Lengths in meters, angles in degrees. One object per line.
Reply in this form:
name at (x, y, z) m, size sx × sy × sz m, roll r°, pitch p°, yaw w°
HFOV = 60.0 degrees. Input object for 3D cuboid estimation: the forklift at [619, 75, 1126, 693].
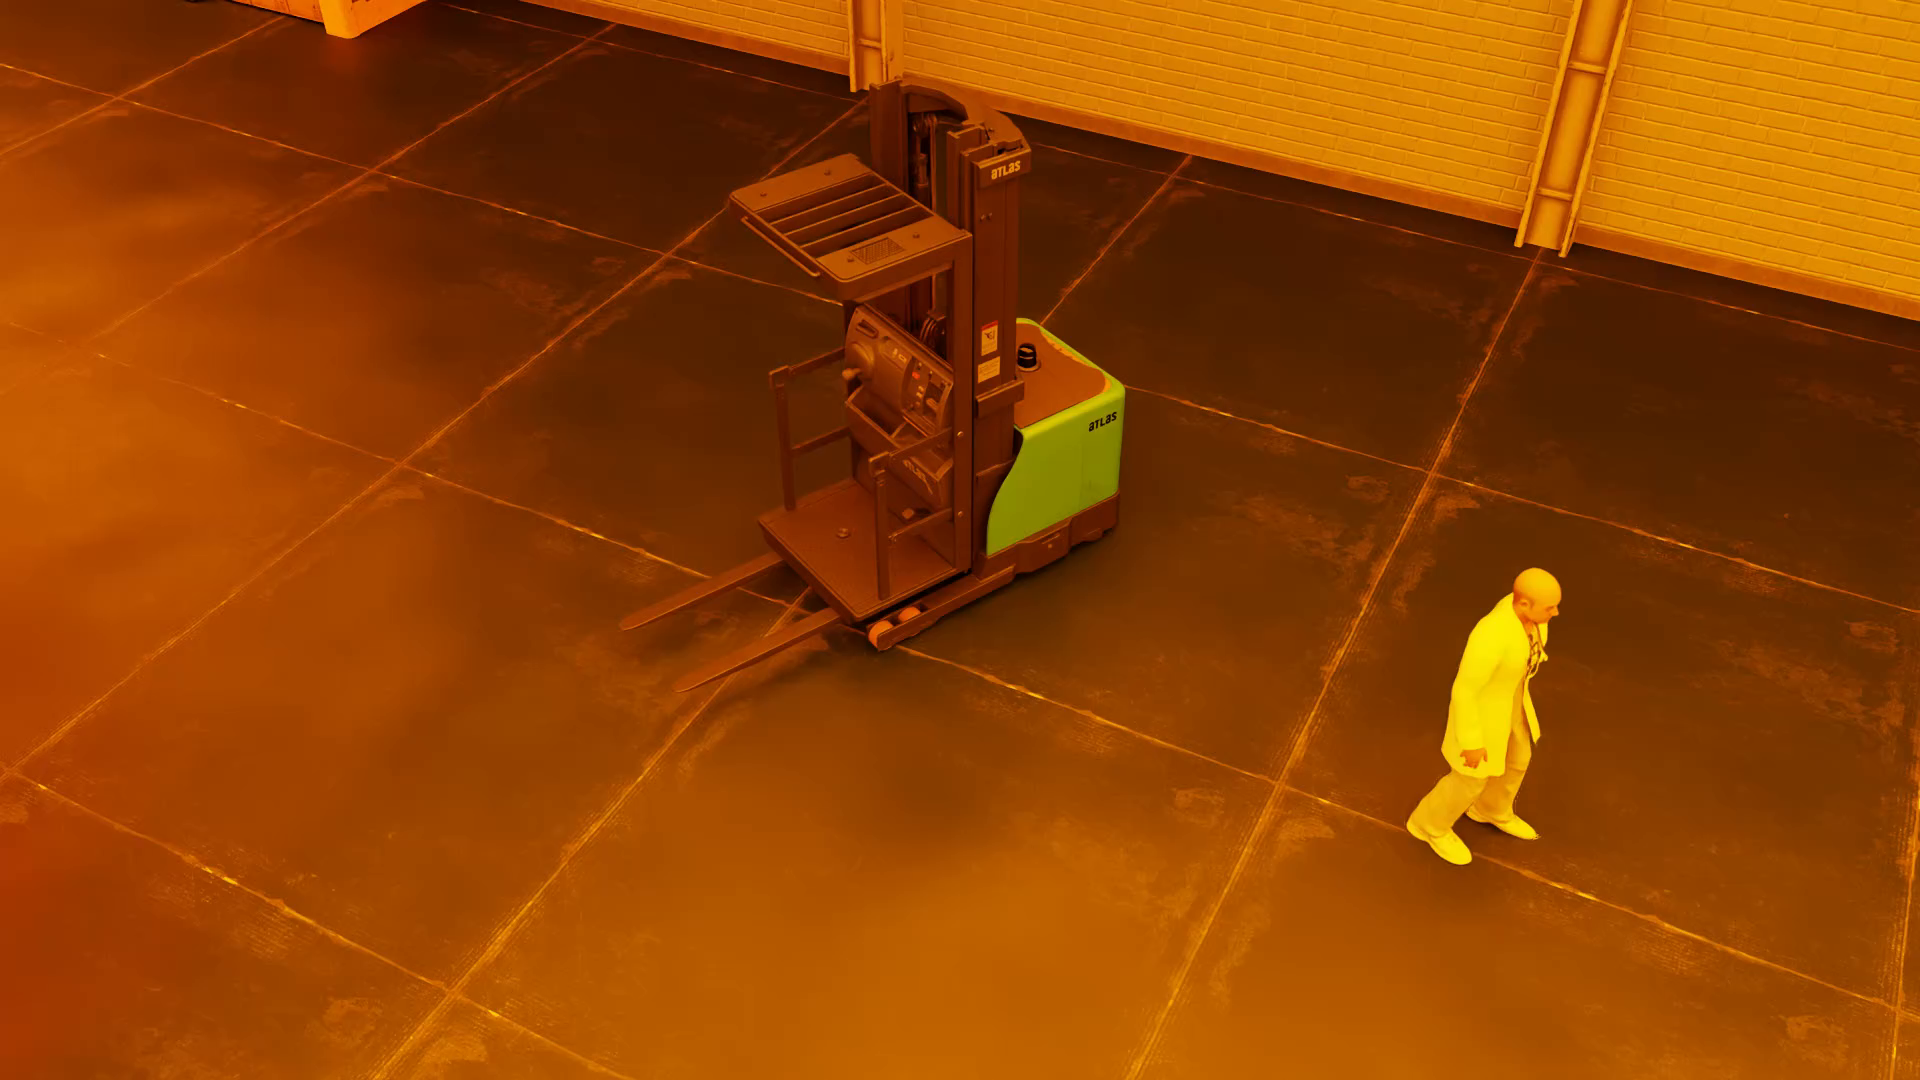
forklift at (-0.506, -0.880, 9.032) m, size 3.031 × 2.935 × 1.130 m, roll -25°, pitch 46°, yaw -27°

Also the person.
person at (2.568, 0.849, 7.903) m, size 0.518 × 1.795 × 0.663 m, roll 32°, pitch 50°, yaw 32°
